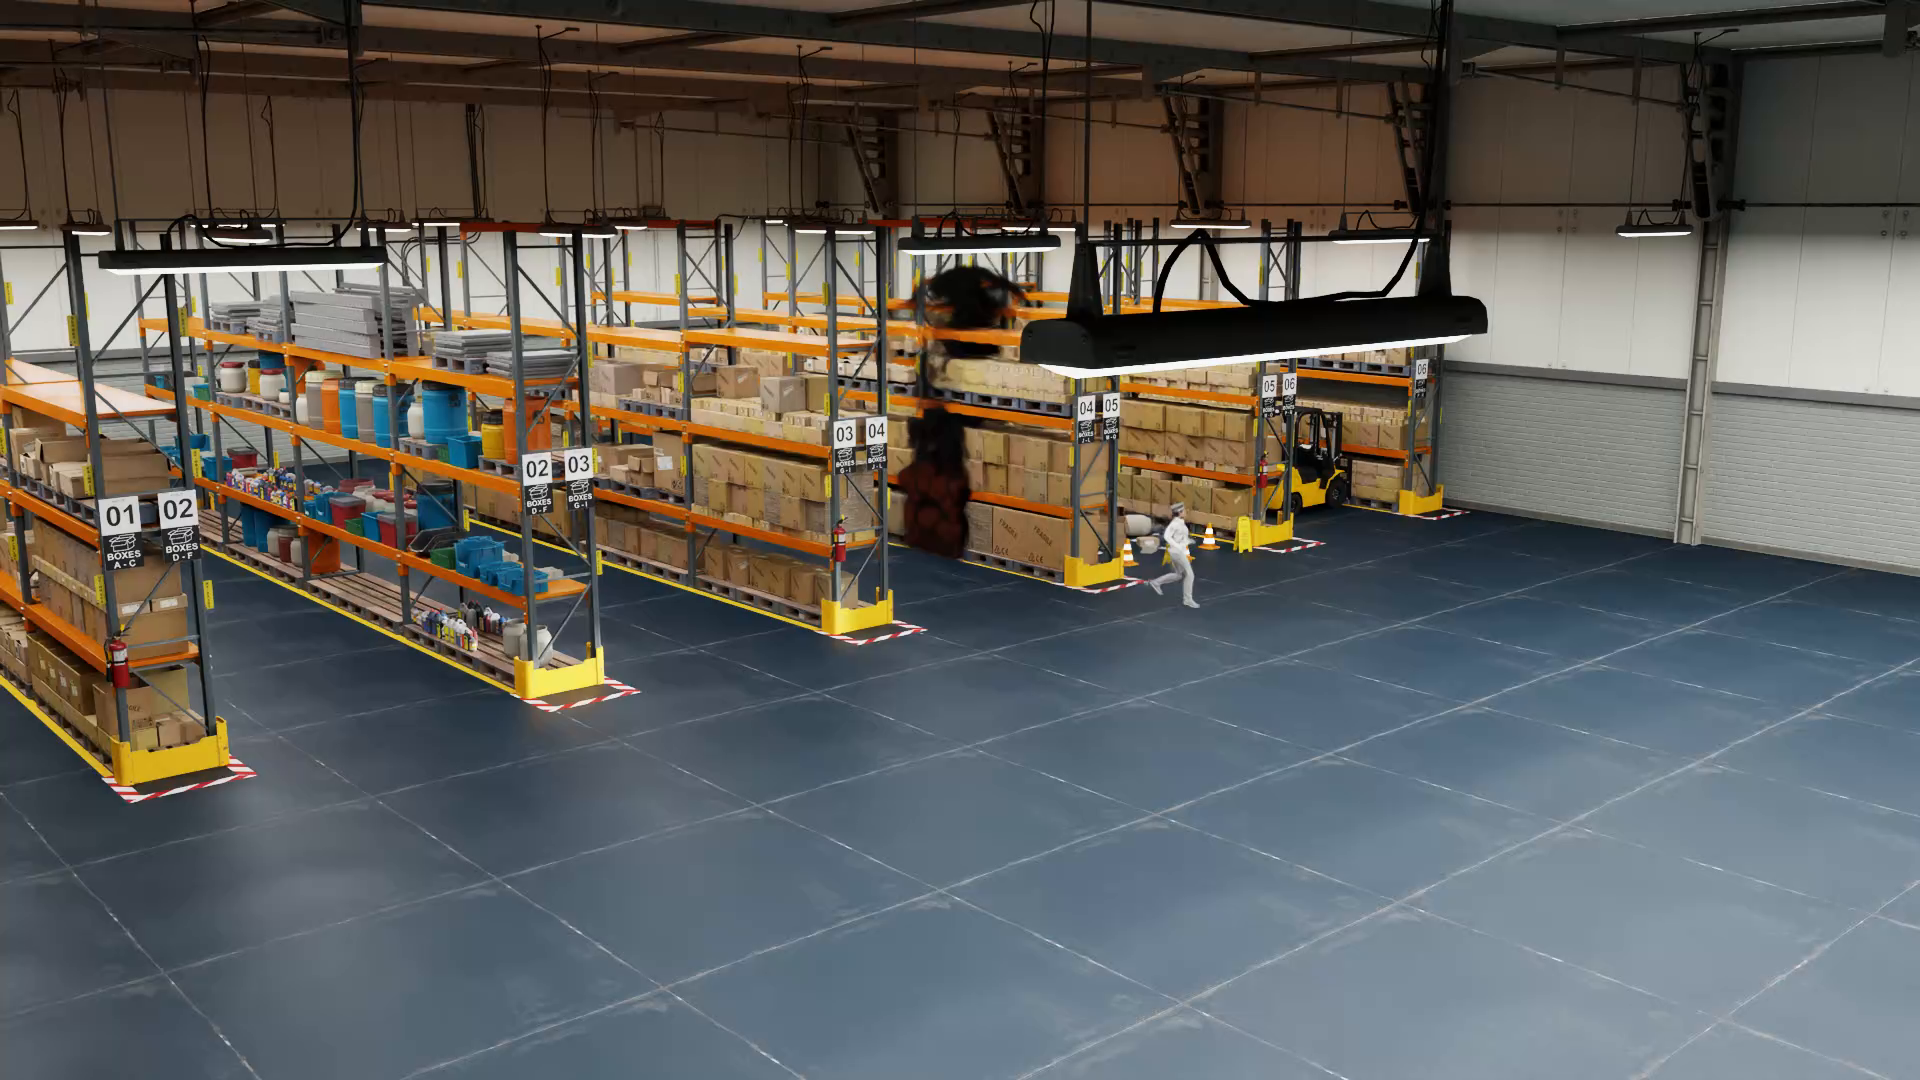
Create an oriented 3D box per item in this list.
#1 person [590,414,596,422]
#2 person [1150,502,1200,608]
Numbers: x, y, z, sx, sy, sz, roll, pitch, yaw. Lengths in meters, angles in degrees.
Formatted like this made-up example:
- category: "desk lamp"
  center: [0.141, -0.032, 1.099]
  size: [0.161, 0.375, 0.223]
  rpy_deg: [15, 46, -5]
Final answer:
- category: "person"
  center: [-9.130, -2.659, 41.055]
  size: [0.506, 1.599, 0.713]
  rpy_deg: [-4, 12, -19]
- category: "person"
  center: [3.455, 0.215, 26.719]
  size: [0.805, 1.678, 0.641]
  rpy_deg: [2, 12, 12]
